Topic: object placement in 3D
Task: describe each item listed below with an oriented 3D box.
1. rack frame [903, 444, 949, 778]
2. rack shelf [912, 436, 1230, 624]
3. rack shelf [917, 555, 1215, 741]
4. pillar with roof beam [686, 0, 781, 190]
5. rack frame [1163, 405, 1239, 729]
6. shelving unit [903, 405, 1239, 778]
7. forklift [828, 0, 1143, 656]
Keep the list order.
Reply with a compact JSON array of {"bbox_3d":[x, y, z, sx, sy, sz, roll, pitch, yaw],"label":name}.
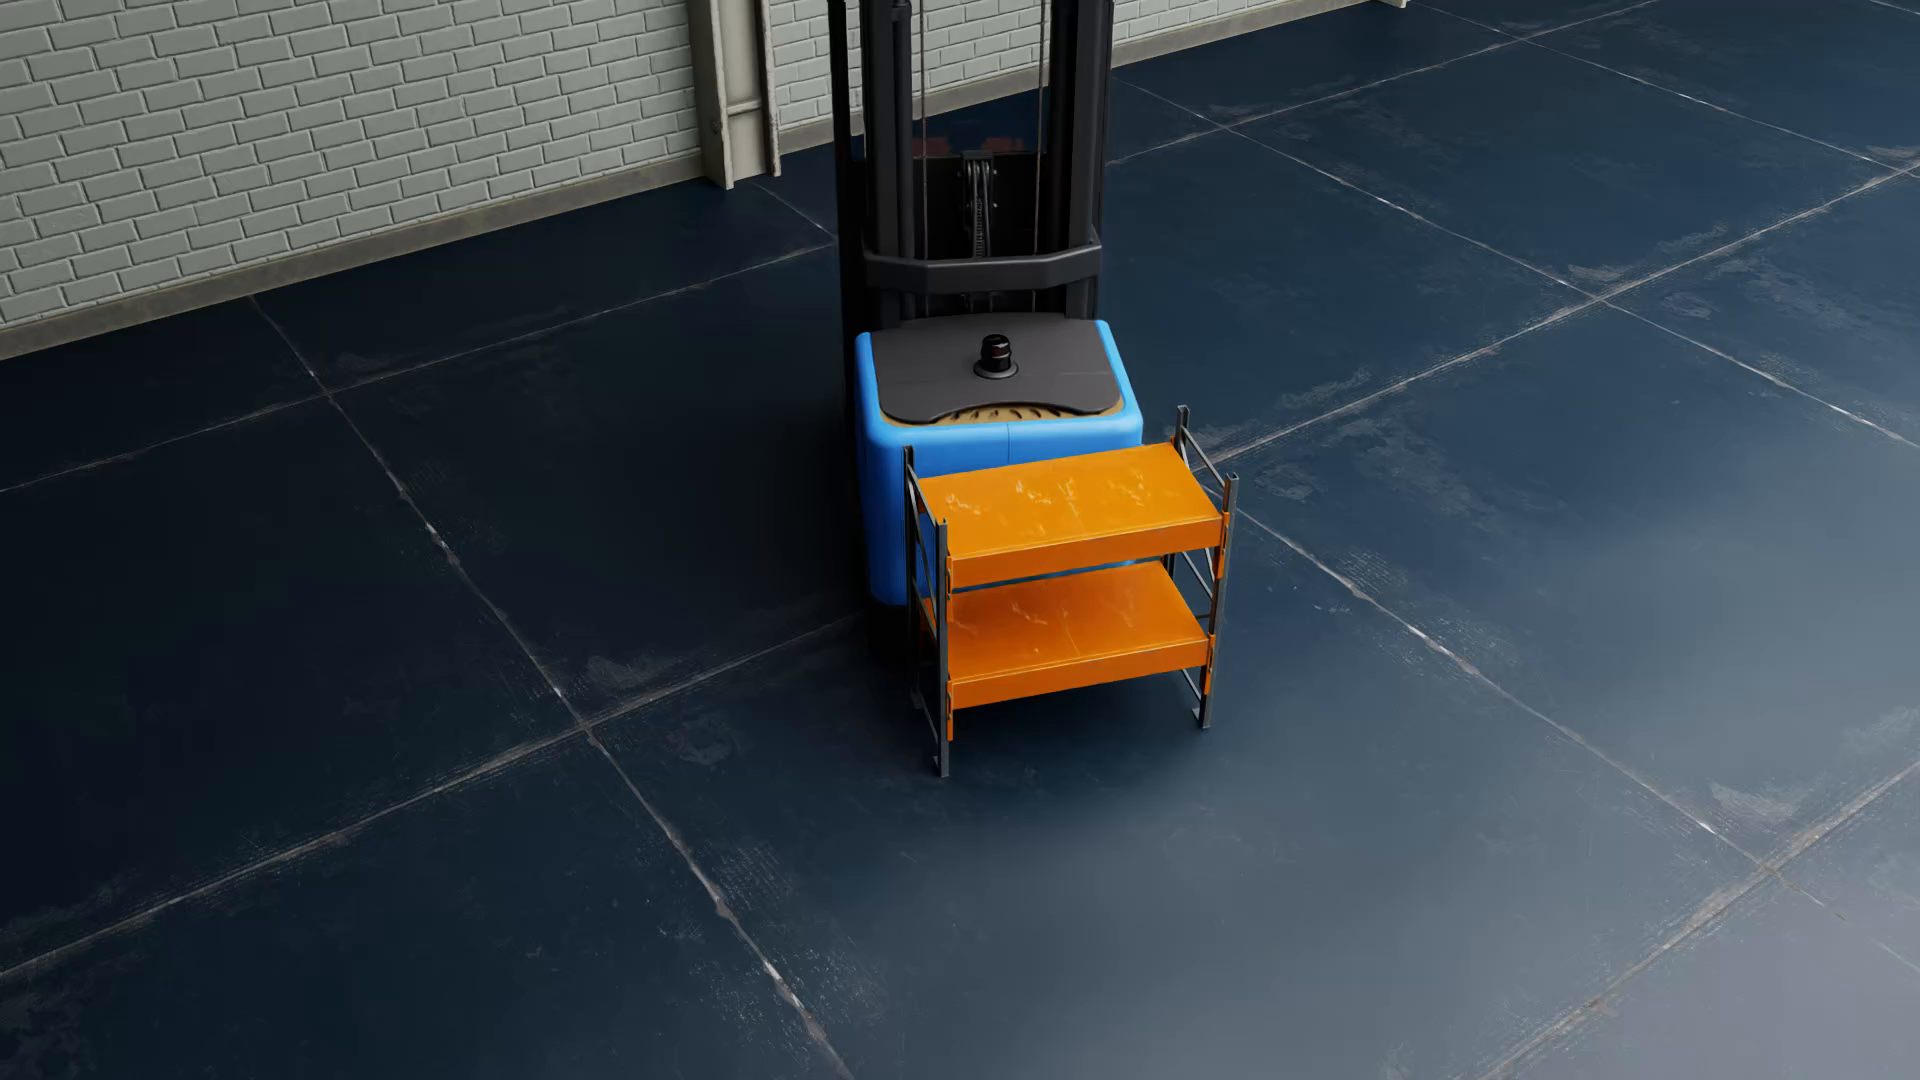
[{"bbox_3d":[-0.119,0.266,5.917,0.032,1.125,0.500,-9,37,-12],"label":"rack frame"},{"bbox_3d":[0.372,-0.049,5.853,1.000,0.278,0.538,-9,37,-12],"label":"rack shelf"},{"bbox_3d":[0.372,0.387,6.167,1.000,0.278,0.538,-9,37,-12],"label":"rack shelf"},{"bbox_3d":[1.111,-3.898,4.963,0.400,9.000,9.100,-22,41,-28],"label":"pillar with roof beam"},{"bbox_3d":[0.863,0.112,6.131,0.032,1.125,0.500,-9,37,-12],"label":"rack frame"},{"bbox_3d":[0.372,0.189,6.024,1.048,1.125,0.538,-9,37,-12],"label":"shelving unit"},{"bbox_3d":[0.015,-1.584,6.942,1.130,2.935,3.031,-4,36,-5],"label":"forklift"}]
